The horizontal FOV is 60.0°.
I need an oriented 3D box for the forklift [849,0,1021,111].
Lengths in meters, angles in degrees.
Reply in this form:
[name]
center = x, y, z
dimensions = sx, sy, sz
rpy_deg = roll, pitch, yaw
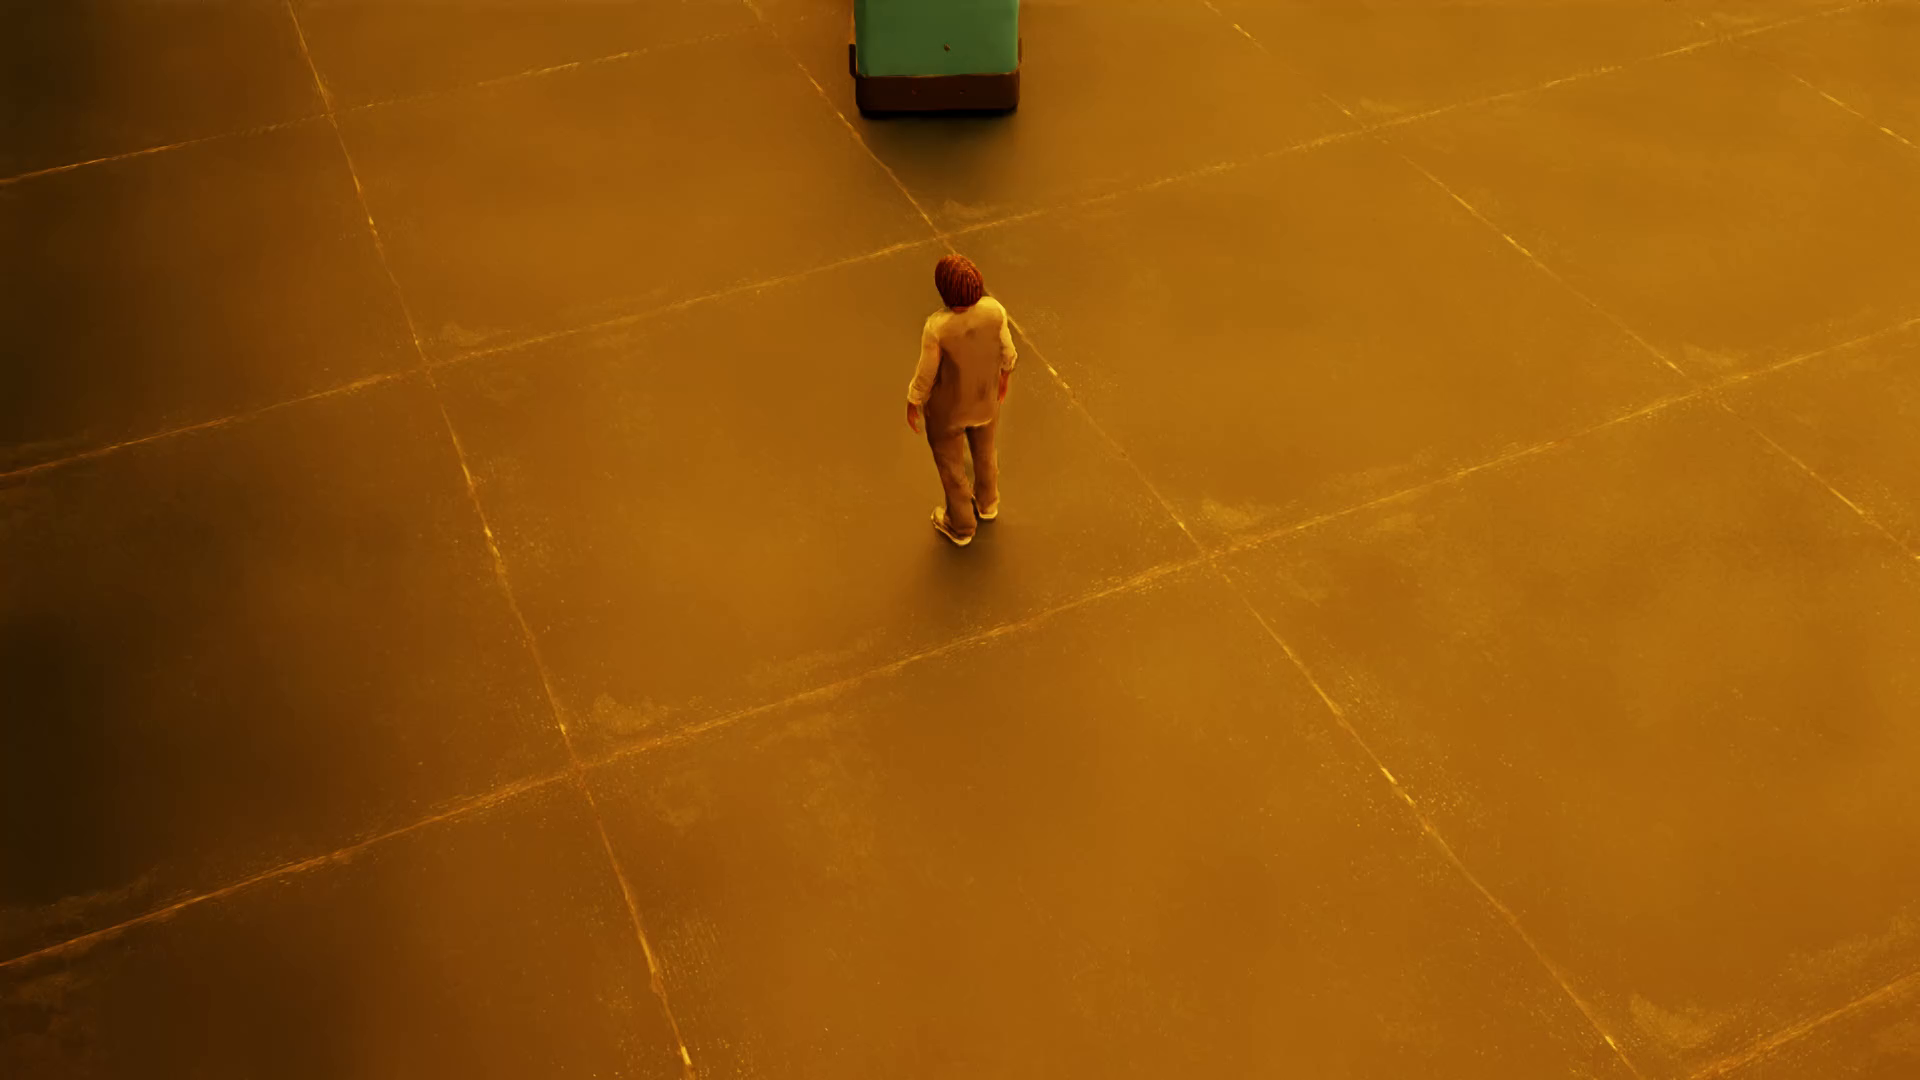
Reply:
[forklift]
center = -0.211, -4.817, 10.842
dimensions = 1.130, 2.935, 3.031
rpy_deg = -2, 43, -2

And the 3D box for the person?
[person]
center = -0.019, -0.639, 7.332
dimensions = 0.521, 1.597, 0.474
rpy_deg = -18, 46, -18
